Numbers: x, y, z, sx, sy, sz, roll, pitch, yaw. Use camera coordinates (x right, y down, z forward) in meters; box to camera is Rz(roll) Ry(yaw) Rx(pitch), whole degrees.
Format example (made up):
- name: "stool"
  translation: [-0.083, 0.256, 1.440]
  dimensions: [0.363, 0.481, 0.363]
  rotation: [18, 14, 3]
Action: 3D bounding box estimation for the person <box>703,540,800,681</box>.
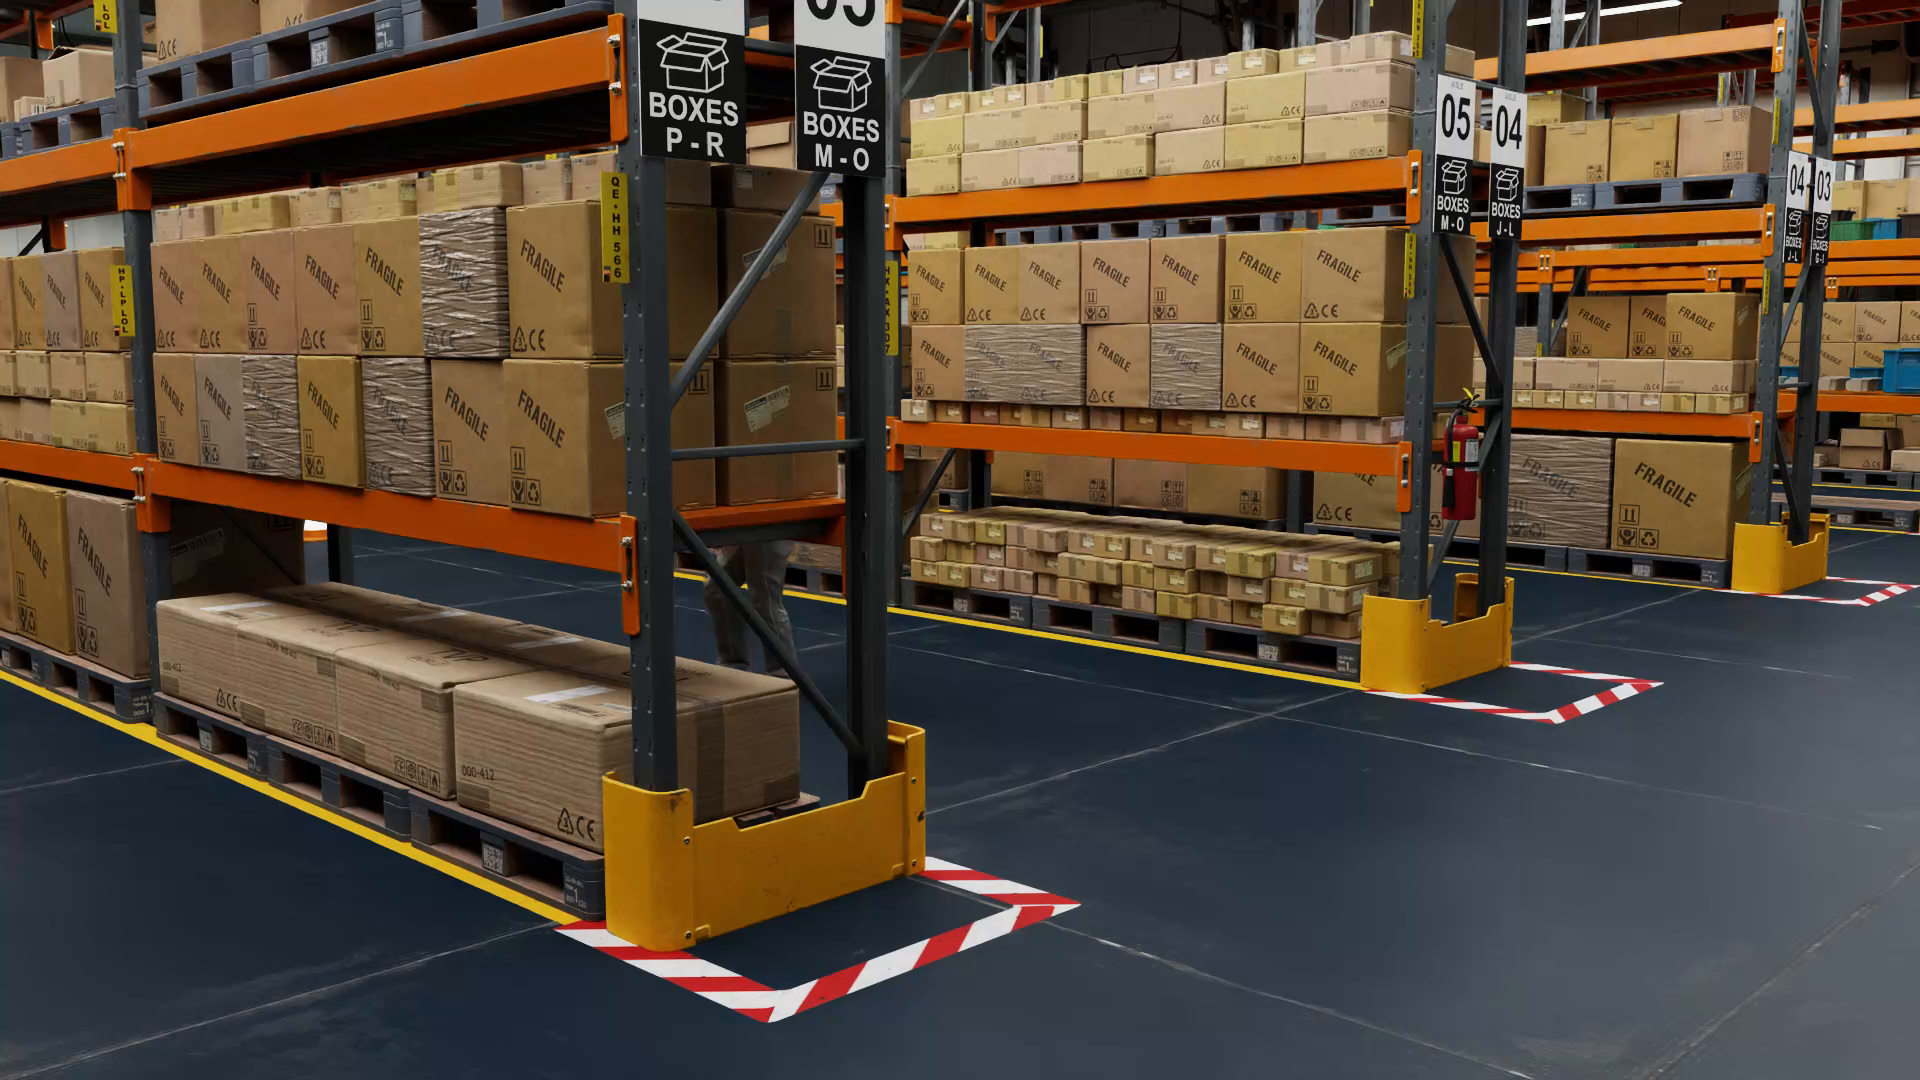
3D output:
- name: "person"
  translation: [-1.087, -0.038, 8.594]
  dimensions: [0.524, 1.817, 0.631]
  rotation: [-2, 7, -14]
